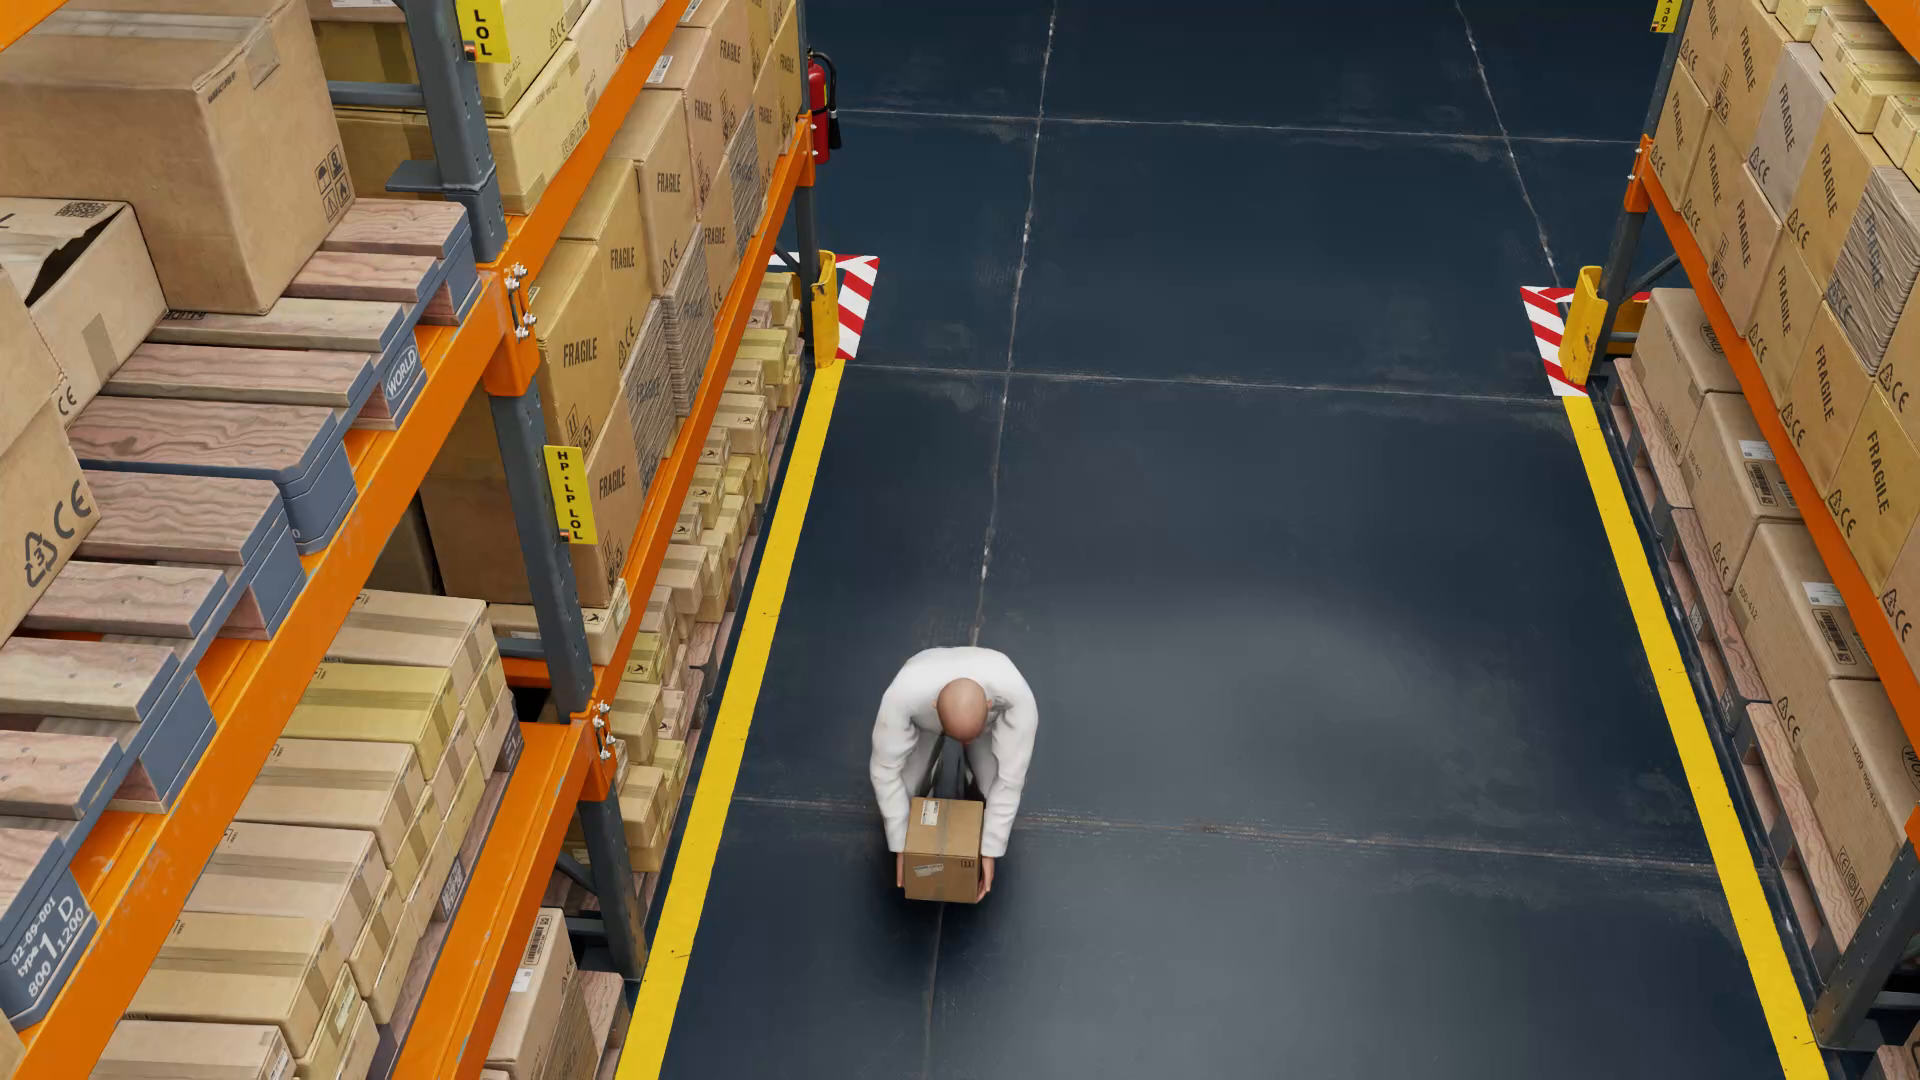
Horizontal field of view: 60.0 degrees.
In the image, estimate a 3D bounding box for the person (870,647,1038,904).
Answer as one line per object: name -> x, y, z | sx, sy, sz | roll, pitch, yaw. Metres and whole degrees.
person -> -0.025, 0.718, 5.915 | 0.601, 0.998, 0.898 | 3, 40, 4
